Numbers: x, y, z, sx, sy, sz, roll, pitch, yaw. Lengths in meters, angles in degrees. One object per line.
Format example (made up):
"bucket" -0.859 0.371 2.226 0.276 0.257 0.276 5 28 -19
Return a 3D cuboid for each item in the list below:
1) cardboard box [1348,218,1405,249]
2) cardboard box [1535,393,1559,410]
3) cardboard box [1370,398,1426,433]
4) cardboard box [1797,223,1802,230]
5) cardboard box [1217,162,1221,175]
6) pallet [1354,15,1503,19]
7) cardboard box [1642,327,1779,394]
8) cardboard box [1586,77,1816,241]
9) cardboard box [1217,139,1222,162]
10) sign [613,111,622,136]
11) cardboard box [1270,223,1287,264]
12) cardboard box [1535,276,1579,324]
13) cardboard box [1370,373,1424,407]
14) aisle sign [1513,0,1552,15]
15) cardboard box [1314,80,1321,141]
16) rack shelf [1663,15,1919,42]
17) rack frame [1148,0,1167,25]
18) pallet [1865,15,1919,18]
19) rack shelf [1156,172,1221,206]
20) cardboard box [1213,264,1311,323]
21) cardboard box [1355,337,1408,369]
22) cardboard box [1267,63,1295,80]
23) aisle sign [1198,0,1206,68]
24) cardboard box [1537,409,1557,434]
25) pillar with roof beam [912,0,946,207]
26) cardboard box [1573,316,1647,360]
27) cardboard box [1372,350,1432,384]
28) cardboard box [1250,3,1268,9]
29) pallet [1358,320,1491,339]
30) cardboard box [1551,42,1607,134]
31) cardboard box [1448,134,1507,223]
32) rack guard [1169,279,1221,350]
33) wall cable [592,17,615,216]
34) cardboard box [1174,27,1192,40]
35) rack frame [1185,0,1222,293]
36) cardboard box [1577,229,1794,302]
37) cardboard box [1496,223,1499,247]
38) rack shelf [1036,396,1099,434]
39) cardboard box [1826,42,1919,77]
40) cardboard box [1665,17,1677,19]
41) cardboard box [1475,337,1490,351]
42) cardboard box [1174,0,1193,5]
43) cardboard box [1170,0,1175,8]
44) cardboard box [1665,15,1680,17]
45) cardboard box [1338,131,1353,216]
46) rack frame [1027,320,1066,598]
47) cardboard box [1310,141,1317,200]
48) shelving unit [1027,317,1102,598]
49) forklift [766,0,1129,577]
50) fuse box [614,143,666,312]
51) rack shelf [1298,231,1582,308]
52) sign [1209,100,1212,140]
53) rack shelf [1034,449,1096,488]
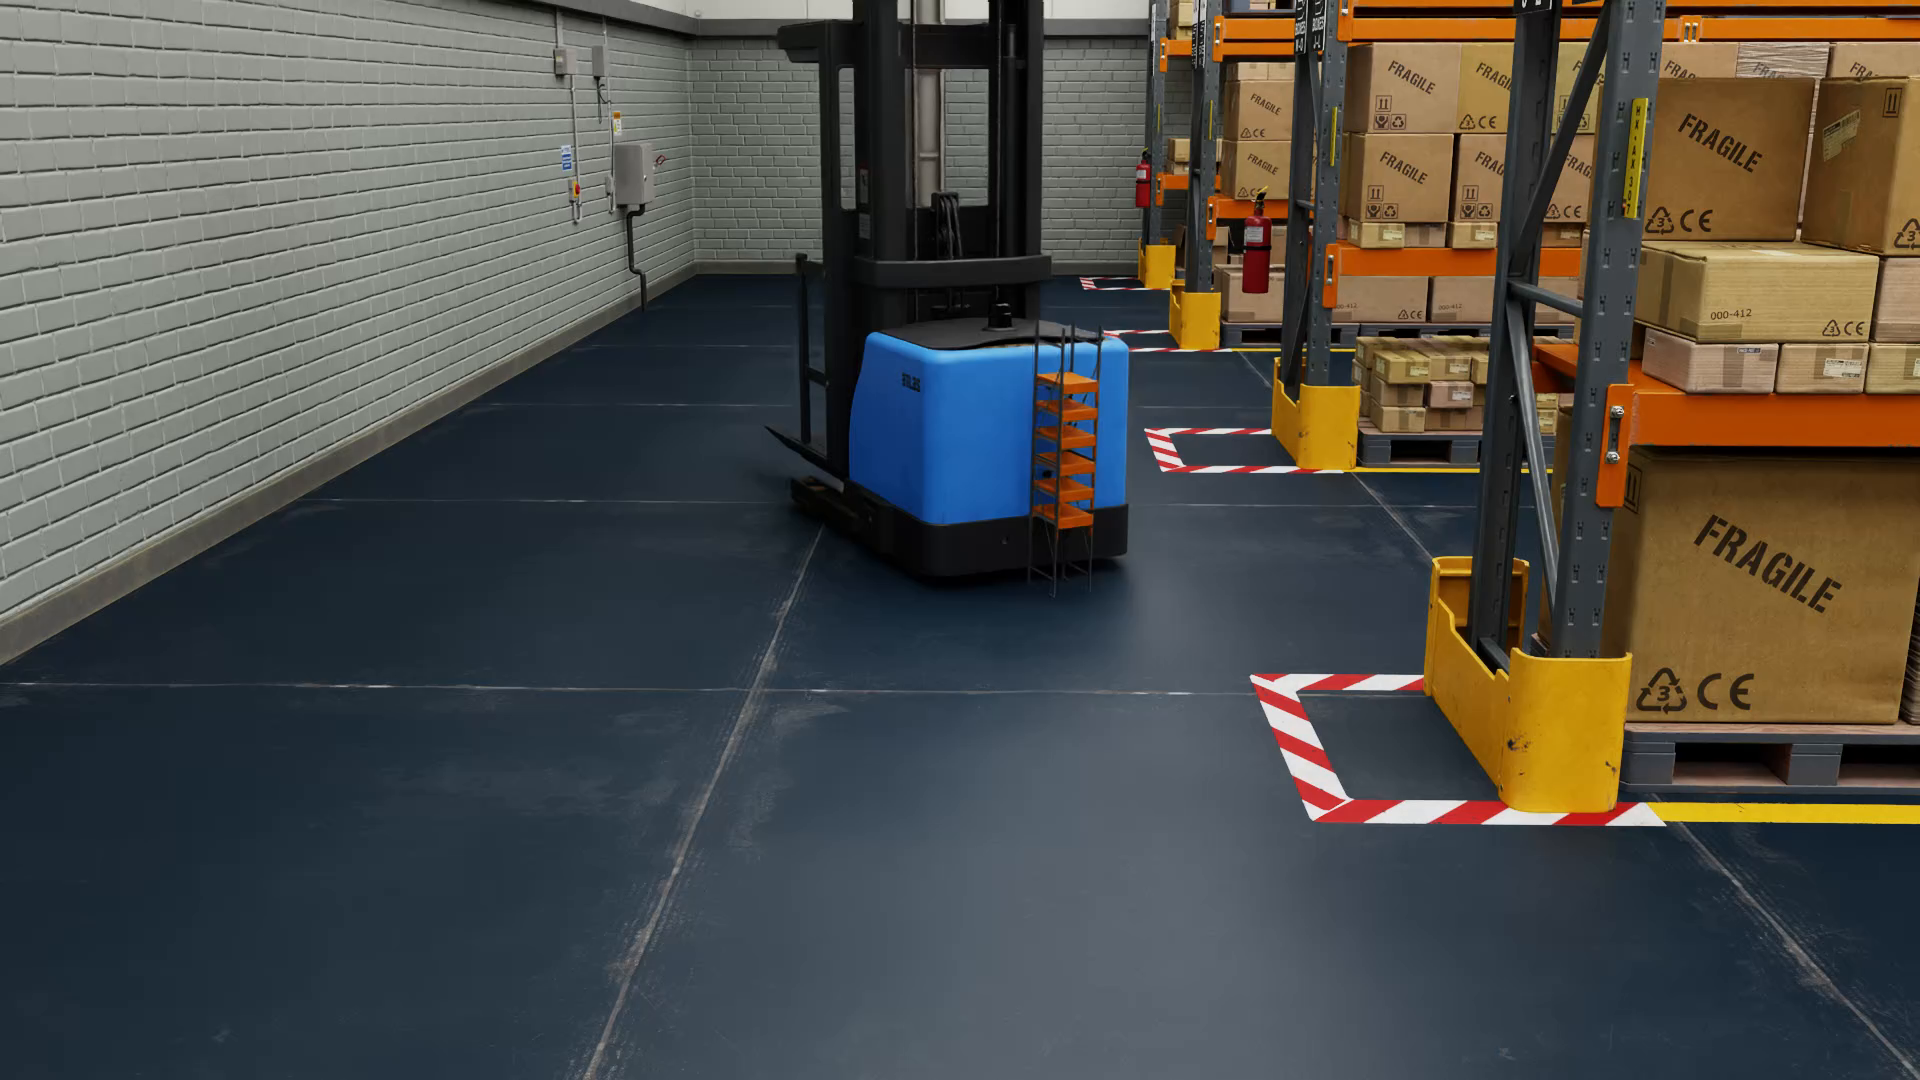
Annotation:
"cardboard box" 2.456 -1.812 9.821 0.250 0.149 0.380 0 15 1
"cardboard box" 3.431 -0.894 10.032 0.250 0.149 0.380 1 15 3
"cardboard box" 2.656 -0.759 10.101 0.250 0.149 0.380 1 15 3
"cardboard box" 4.792 -1.807 9.801 0.250 0.149 0.380 0 15 -1
"cardboard box" 3.130 -4.372 19.523 0.250 0.149 0.380 0 15 1
"pallet" 4.131 -4.680 14.494 1.213 0.211 1.003 0 15 1
"cardboard box" 2.259 -0.547 5.026 0.250 0.149 0.380 1 15 2
"cardboard box" 2.407 -1.253 5.449 0.500 0.500 0.500 1 15 2
"cardboard box" 3.240 -4.545 19.396 0.500 0.250 0.500 1 15 2
"sign" -3.480 -4.234 16.891 0.001 0.242 0.339 0 15 1
"cardboard box" 3.752 -3.499 19.799 0.500 0.500 0.700 1 15 4
"cardboard box" 5.540 -2.252 15.195 0.875 0.438 0.875 0 15 1
"cardboard box" 2.658 -0.919 10.125 0.250 0.149 0.380 1 15 4
"aisle sign" 1.849 -2.089 5.282 0.004 0.787 0.394 0 15 1
"cardboard box" 3.155 -3.737 14.467 0.500 0.500 0.500 0 15 0
"rack shelf" 8.164 -4.346 14.462 4.000 0.370 1.077 0 15 1
"rack frame" 2.289 -7.449 18.934 0.127 3.000 1.000 0 15 1
"pallet" 8.400 -4.586 14.334 1.213 0.211 1.003 1 15 4
"rack shelf" 4.288 -4.187 19.741 4.000 0.370 1.077 0 15 1
"cardboard box" 2.828 -2.268 15.255 0.875 0.438 0.875 0 15 0
"cardboard box" 2.676 -1.193 10.580 0.250 0.149 0.380 1 15 2
"cardboard box" 2.778 -4.071 14.464 0.250 0.149 0.380 1 15 3
"aisle sign" 2.087 -4.466 14.291 0.004 0.787 0.394 0 15 1
"cardboard box" 3.421 -0.749 10.062 0.250 0.149 0.380 1 15 2
"pillar with roof beam" -0.493 -6.598 15.710 0.400 9.000 9.100 0 15 1
"cardboard box" 2.277 -0.715 5.663 0.250 0.149 0.380 1 15 2
"cardboard box" 2.656 -1.041 10.007 0.250 0.149 0.380 0 15 -1
"cardboard box" 3.234 -5.999 19.030 0.500 0.250 0.500 1 15 2
"pallet" 4.184 -1.940 15.280 1.213 0.211 1.003 0 15 1
"cardboard box" 3.607 -2.614 9.627 0.500 0.500 0.500 0 15 0
"cardboard box" 3.118 -2.141 9.796 0.500 0.500 0.500 0 15 2
"rack guard" 2.142 -2.074 15.220 0.348 0.500 1.175 0 15 1
"wall cable" -3.447 -4.166 16.259 0.122 1.984 0.588 0 15 1
"cardboard box" 2.602 -5.816 19.116 0.250 0.149 0.380 1 15 3
"rack frame" 2.166 -3.282 14.901 0.127 3.000 1.000 0 15 1
"cardboard box" 2.404 -0.891 5.548 0.500 0.250 0.500 0 15 1
"cardboard box" 3.242 -1.839 9.922 0.250 0.149 0.380 1 15 4
"rack shelf" 0.460 -0.547 7.271 0.180 0.103 0.258 -8 19 -27
"cardboard box" 5.145 -2.605 9.595 0.500 0.500 0.500 0 15 0
"cardboard box" 8.139 -6.122 19.256 0.250 0.149 0.380 0 15 2
"cardboard box" 3.445 -1.189 10.567 0.250 0.149 0.380 0 15 -1
"cardboard box" 2.726 -6.245 18.980 0.500 0.250 0.500 0 15 1
"cardboard box" 2.740 -6.380 19.492 0.500 0.250 0.500 0 15 0
"cardboard box" 8.113 -5.996 18.778 0.250 0.149 0.380 1 15 3
"cardboard box" 2.596 -2.274 10.301 0.500 0.500 0.500 1 15 3
"rack frame" 0.375 -0.349 7.288 0.006 1.200 0.240 -8 19 -27
"cardboard box" 3.145 -3.258 14.613 0.500 0.500 0.500 0 15 1
"shelving unit" 0.456 -0.360 7.329 0.189 1.200 0.258 -8 19 -27
"forklift" -0.264 -1.581 8.587 1.130 2.935 3.031 -6 16 -23
"fuse box" -3.272 -3.225 17.209 0.414 1.711 0.539 0 15 1
"rack shelf" 4.140 -1.658 10.156 4.000 0.370 1.077 0 15 1
"sign" 2.146 -3.598 14.244 0.005 0.325 0.100 0 15 1
"rack shelf" 0.455 -0.318 7.342 0.180 0.103 0.258 -8 19 -27
